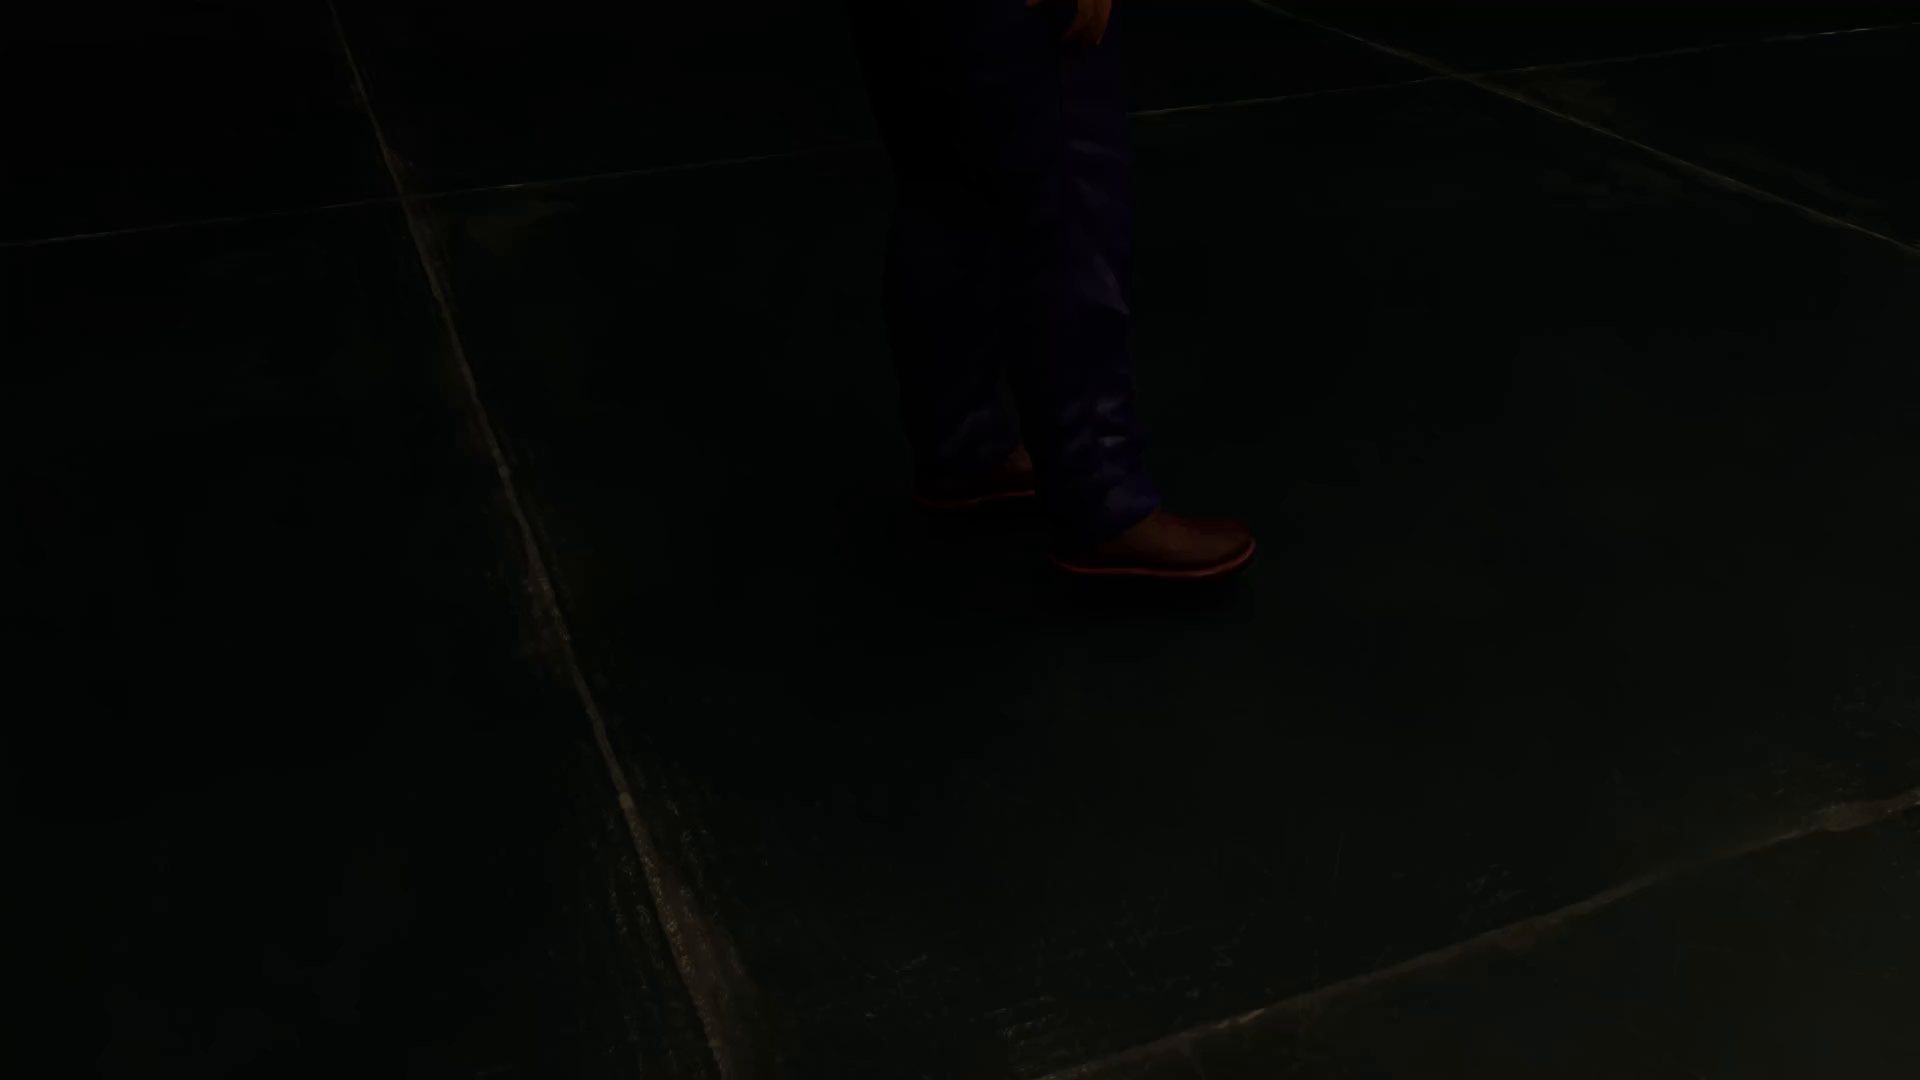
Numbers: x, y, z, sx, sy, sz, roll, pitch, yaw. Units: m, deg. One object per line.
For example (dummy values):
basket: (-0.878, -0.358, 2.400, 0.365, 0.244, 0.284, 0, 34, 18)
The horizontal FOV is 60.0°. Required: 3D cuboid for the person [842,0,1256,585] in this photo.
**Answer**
person: (0.091, -0.763, 2.080, 0.503, 1.650, 0.599, -11, 32, -19)
